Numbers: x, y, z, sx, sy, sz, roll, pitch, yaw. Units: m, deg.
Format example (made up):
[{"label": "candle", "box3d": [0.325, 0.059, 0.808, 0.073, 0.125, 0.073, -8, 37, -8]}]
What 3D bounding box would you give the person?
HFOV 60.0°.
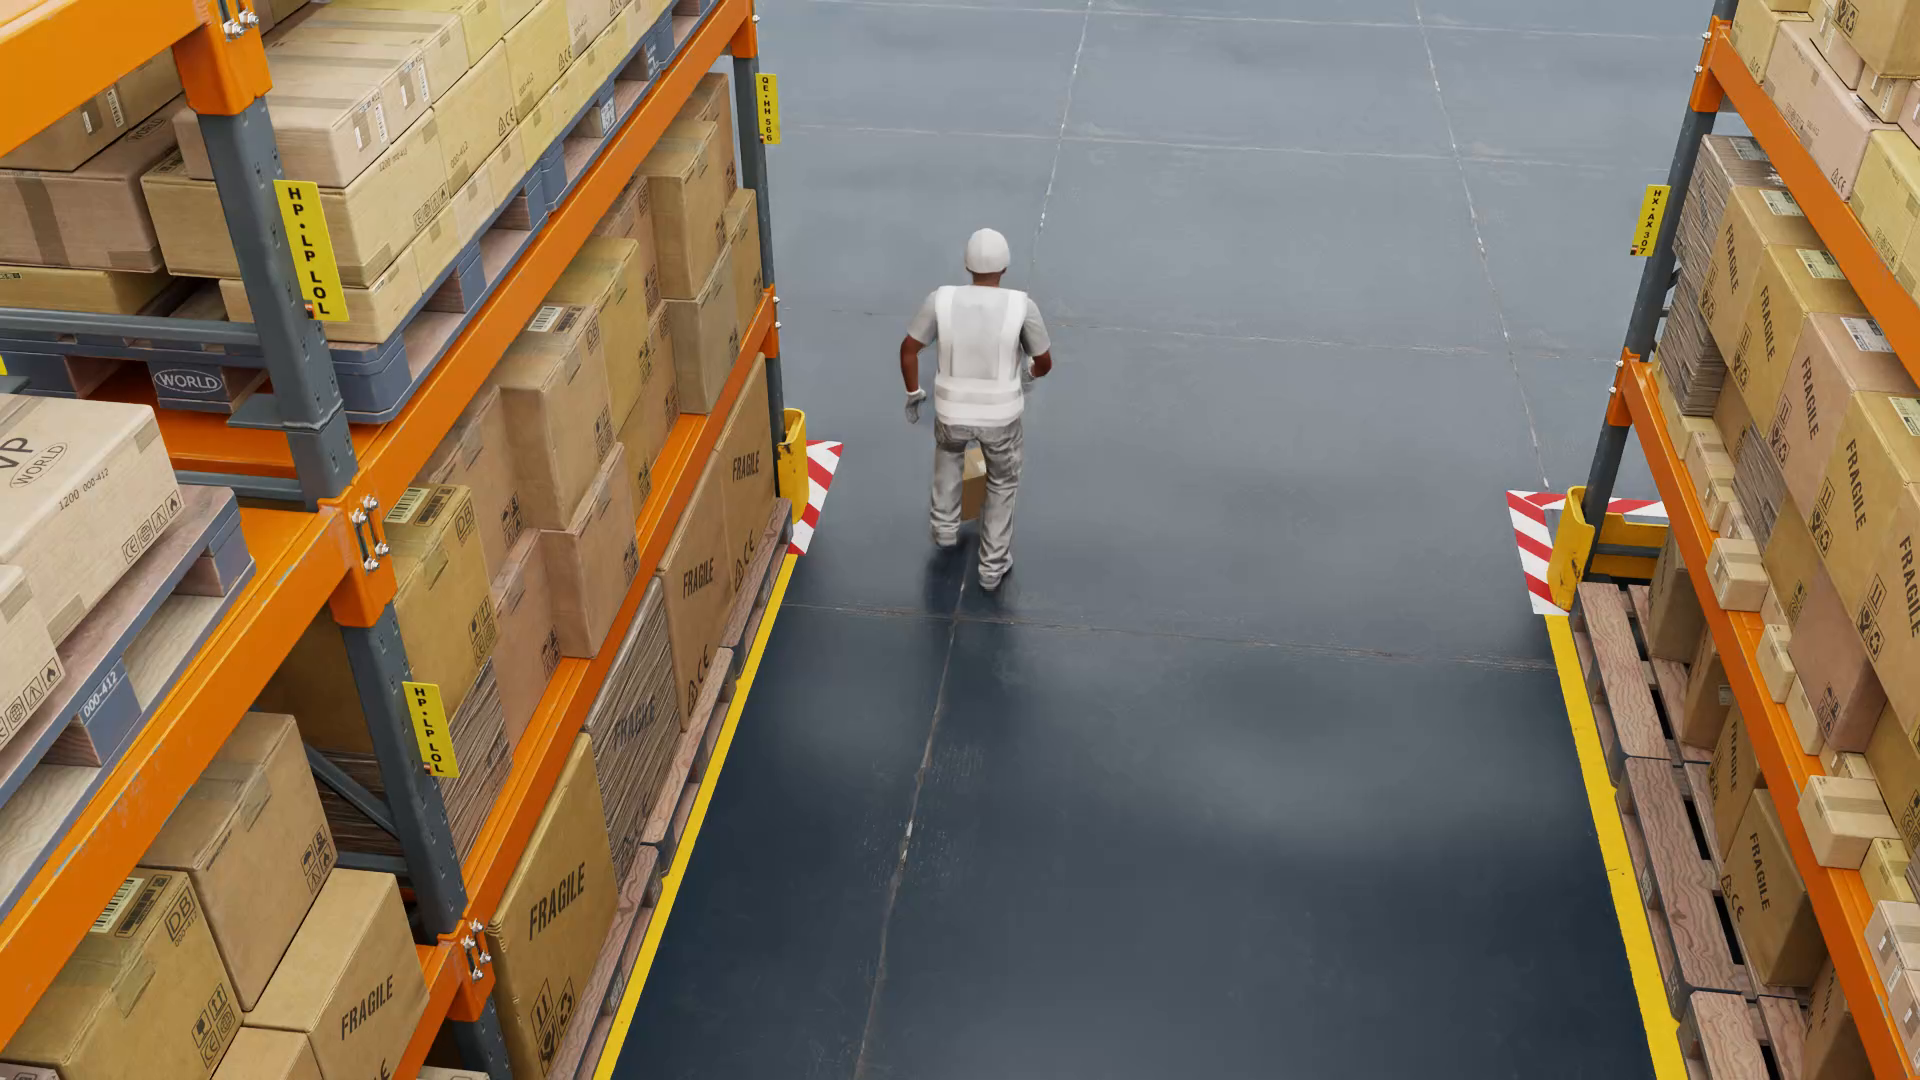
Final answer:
[{"label": "person", "box3d": [0.086, -0.653, 7.993, 0.697, 1.711, 0.675, 7, 36, 10]}]
